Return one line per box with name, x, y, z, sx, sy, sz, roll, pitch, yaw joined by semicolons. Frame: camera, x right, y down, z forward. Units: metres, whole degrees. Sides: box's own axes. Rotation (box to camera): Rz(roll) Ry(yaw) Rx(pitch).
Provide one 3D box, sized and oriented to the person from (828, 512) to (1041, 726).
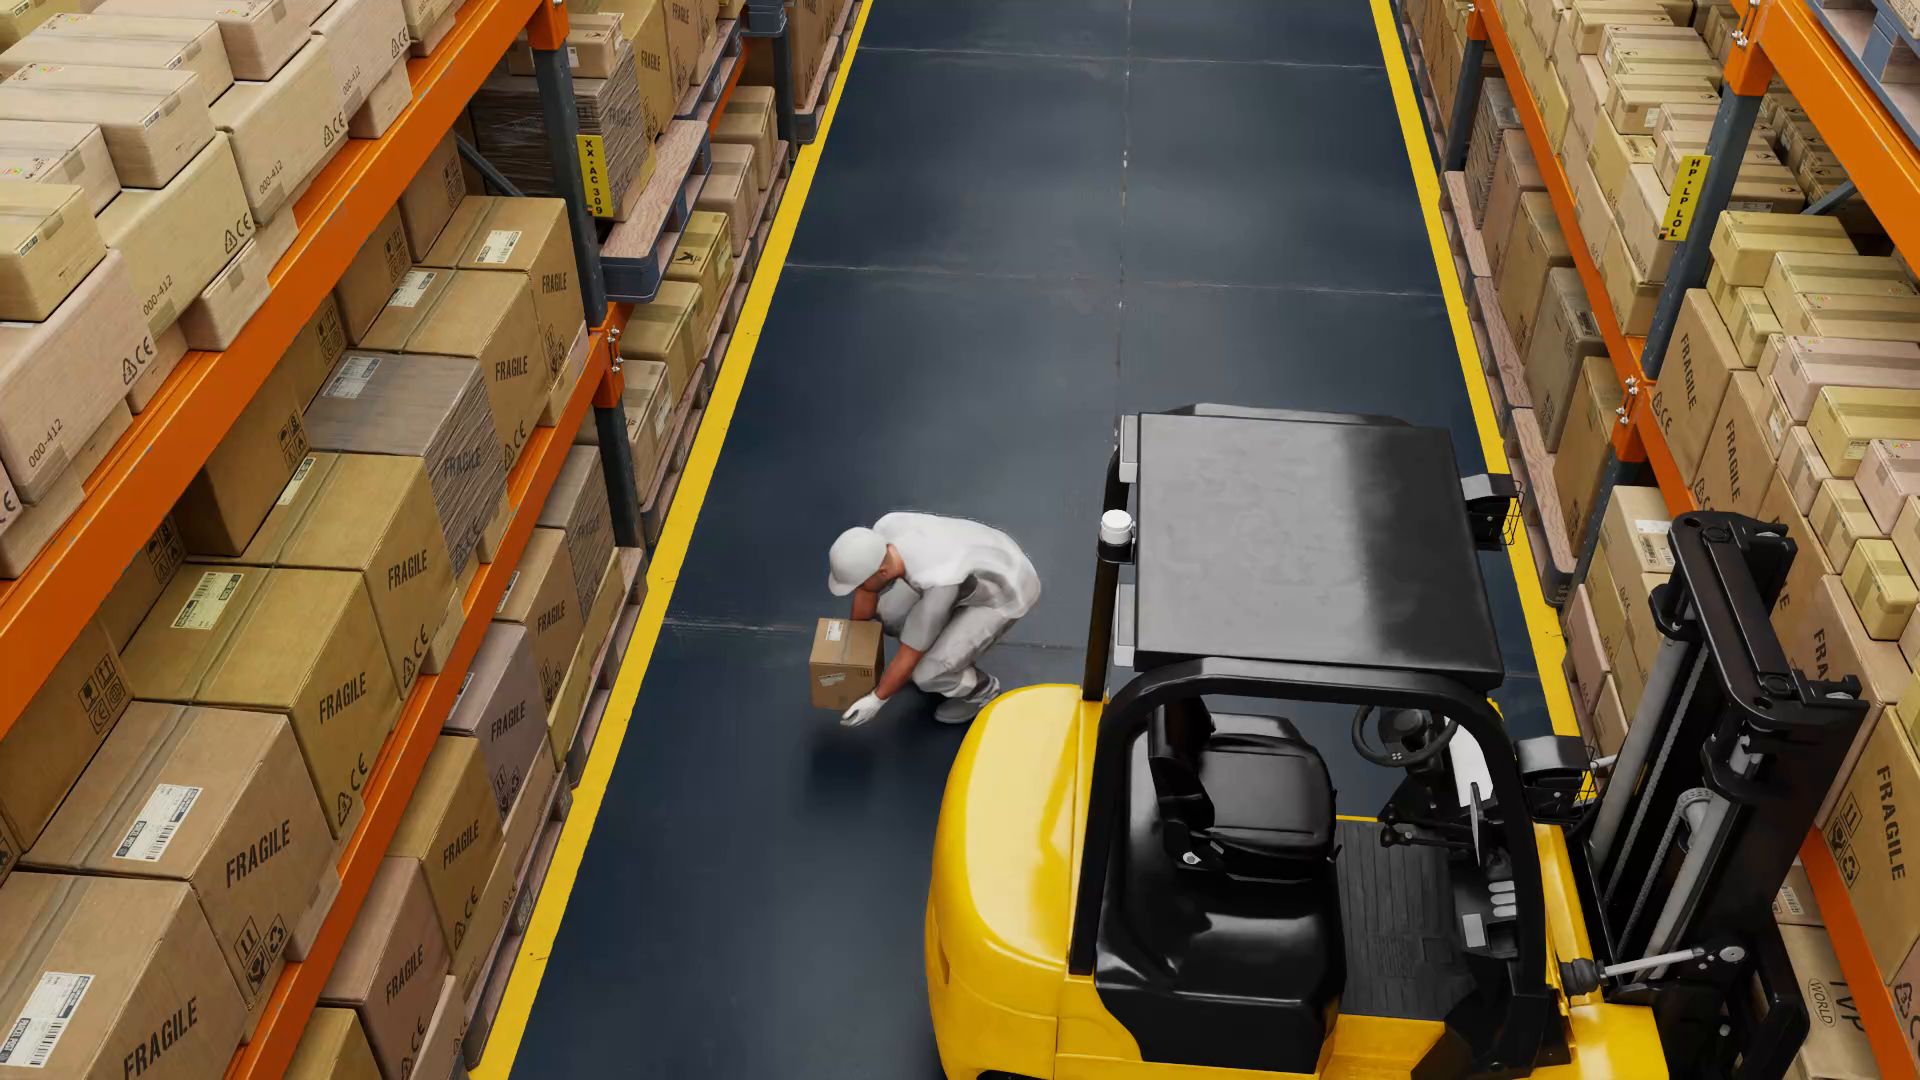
person;-0.114;0.269;6.413;0.886;1.027;0.573;-16;42;-18
